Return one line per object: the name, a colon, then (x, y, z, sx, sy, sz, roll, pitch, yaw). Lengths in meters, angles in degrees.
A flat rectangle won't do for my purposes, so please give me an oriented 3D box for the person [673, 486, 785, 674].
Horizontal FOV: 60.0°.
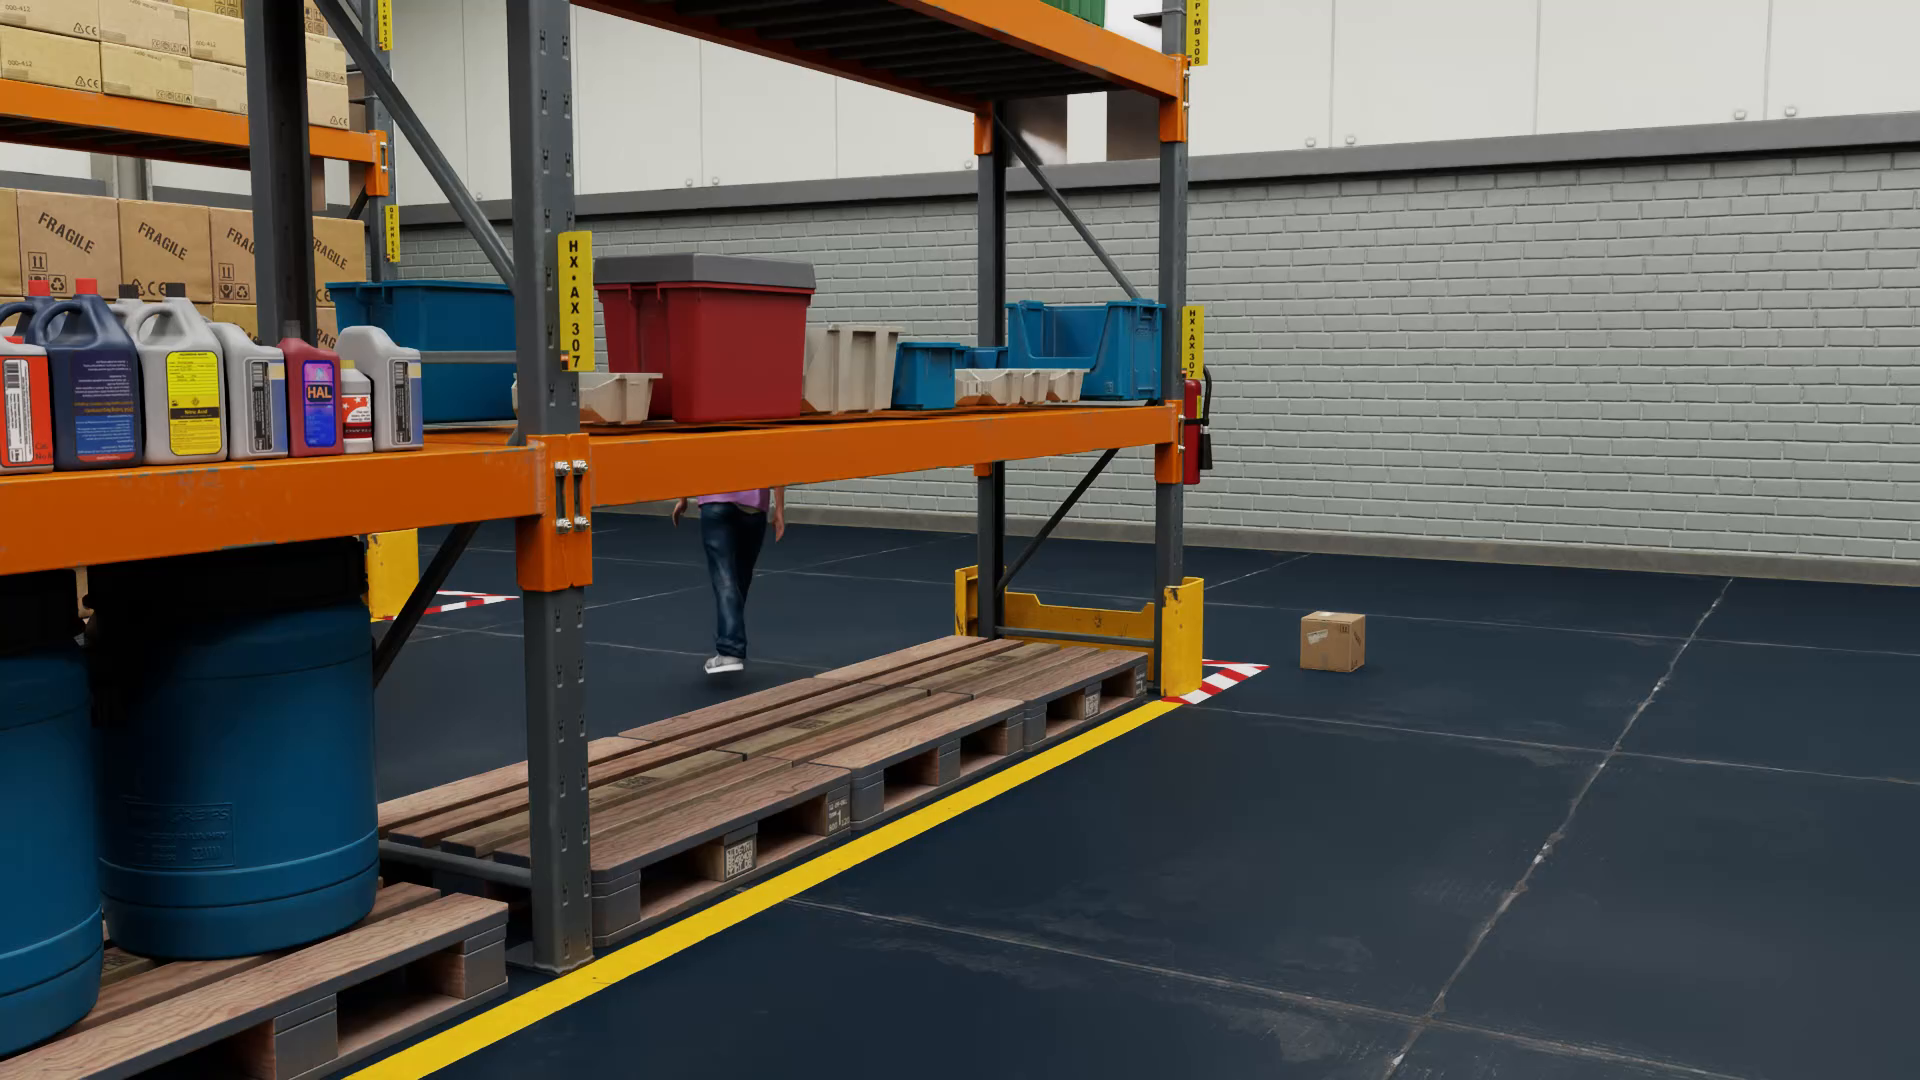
person: (-1.115, -0.156, 8.027, 0.497, 1.537, 0.902, -3, 7, -22)
